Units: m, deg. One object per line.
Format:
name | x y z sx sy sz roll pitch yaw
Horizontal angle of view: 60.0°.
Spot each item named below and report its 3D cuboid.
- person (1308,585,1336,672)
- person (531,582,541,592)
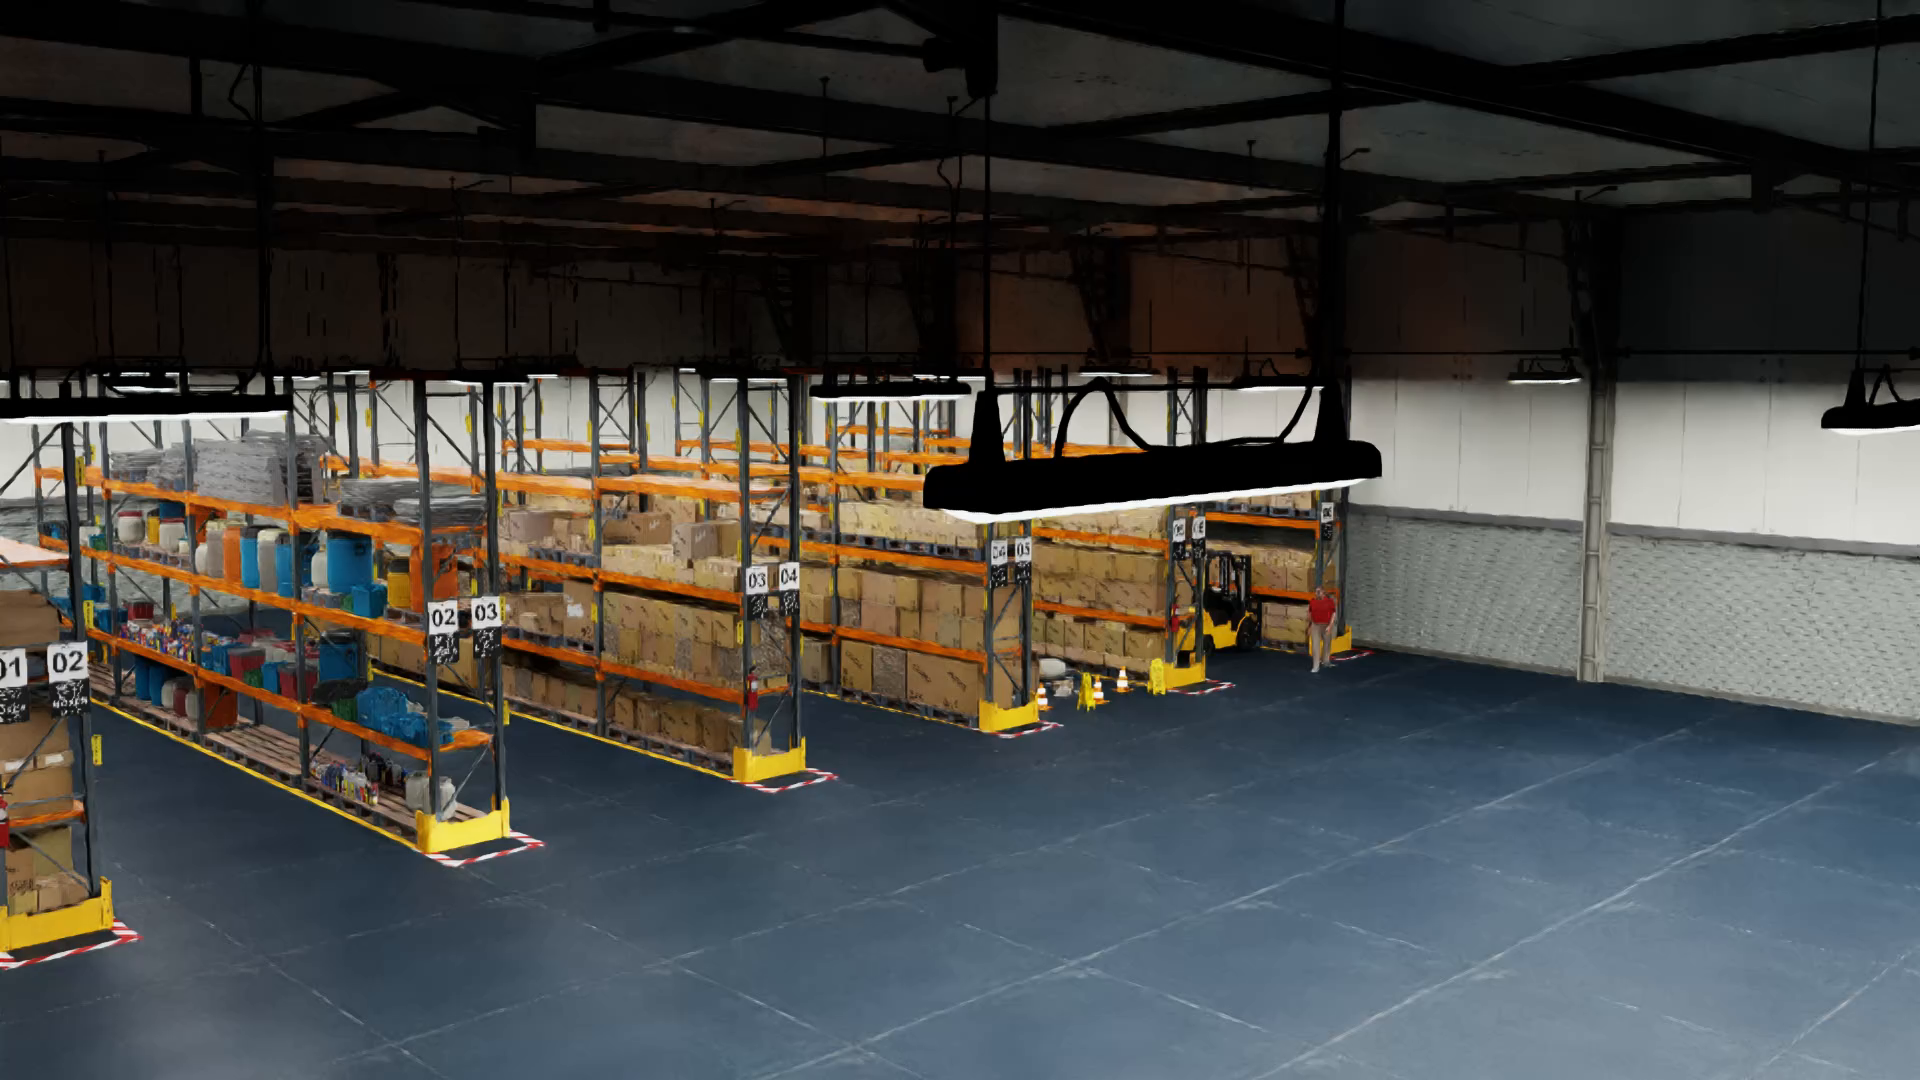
person | 7.216 1.742 33.140 0.569 1.713 0.721 2 7 17
person | -8.690 1.665 34.213 0.506 1.602 0.420 3 7 21
